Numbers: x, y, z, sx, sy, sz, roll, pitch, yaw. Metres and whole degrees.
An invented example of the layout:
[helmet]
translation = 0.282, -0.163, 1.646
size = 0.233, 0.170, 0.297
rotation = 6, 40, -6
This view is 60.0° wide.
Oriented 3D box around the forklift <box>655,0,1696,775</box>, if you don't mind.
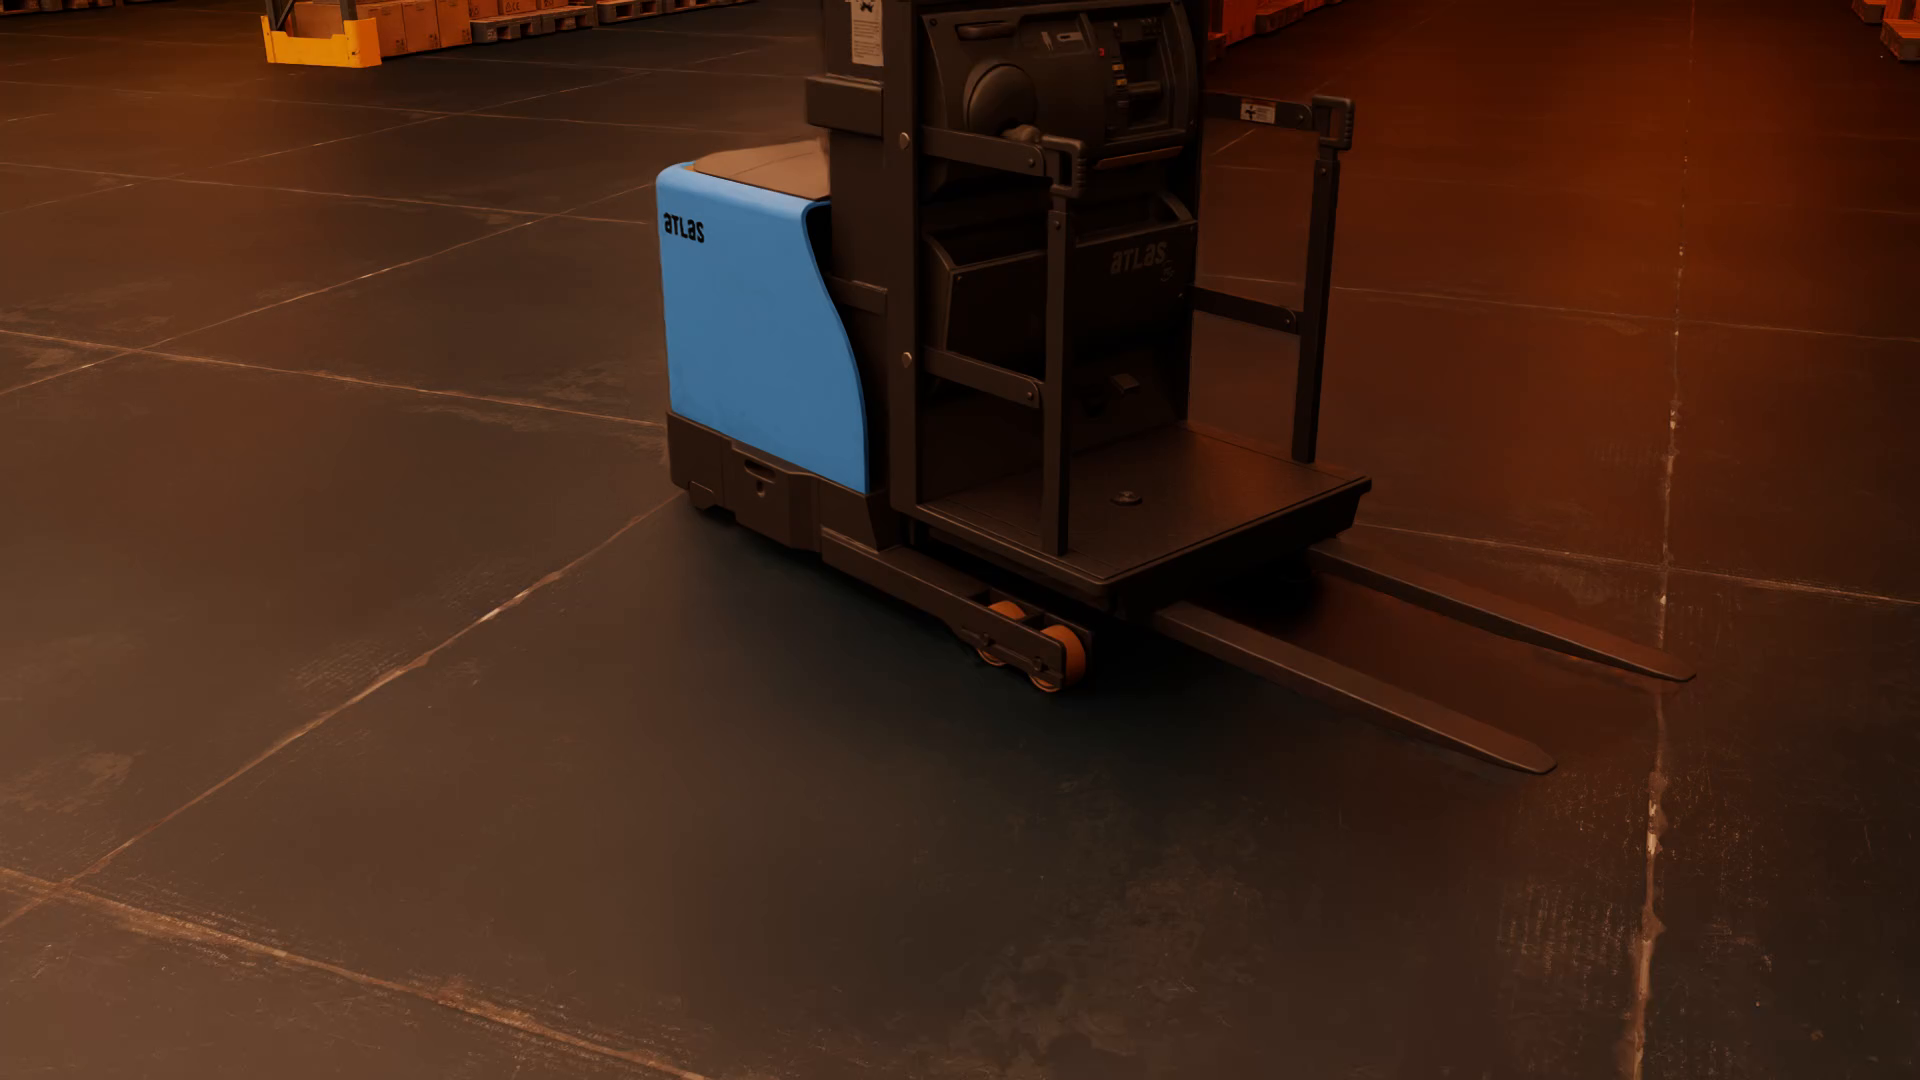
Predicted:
[forklift]
translation = 0.422, -1.192, 4.144
size = 1.130, 2.935, 3.031
rotation = -19, 29, -38
